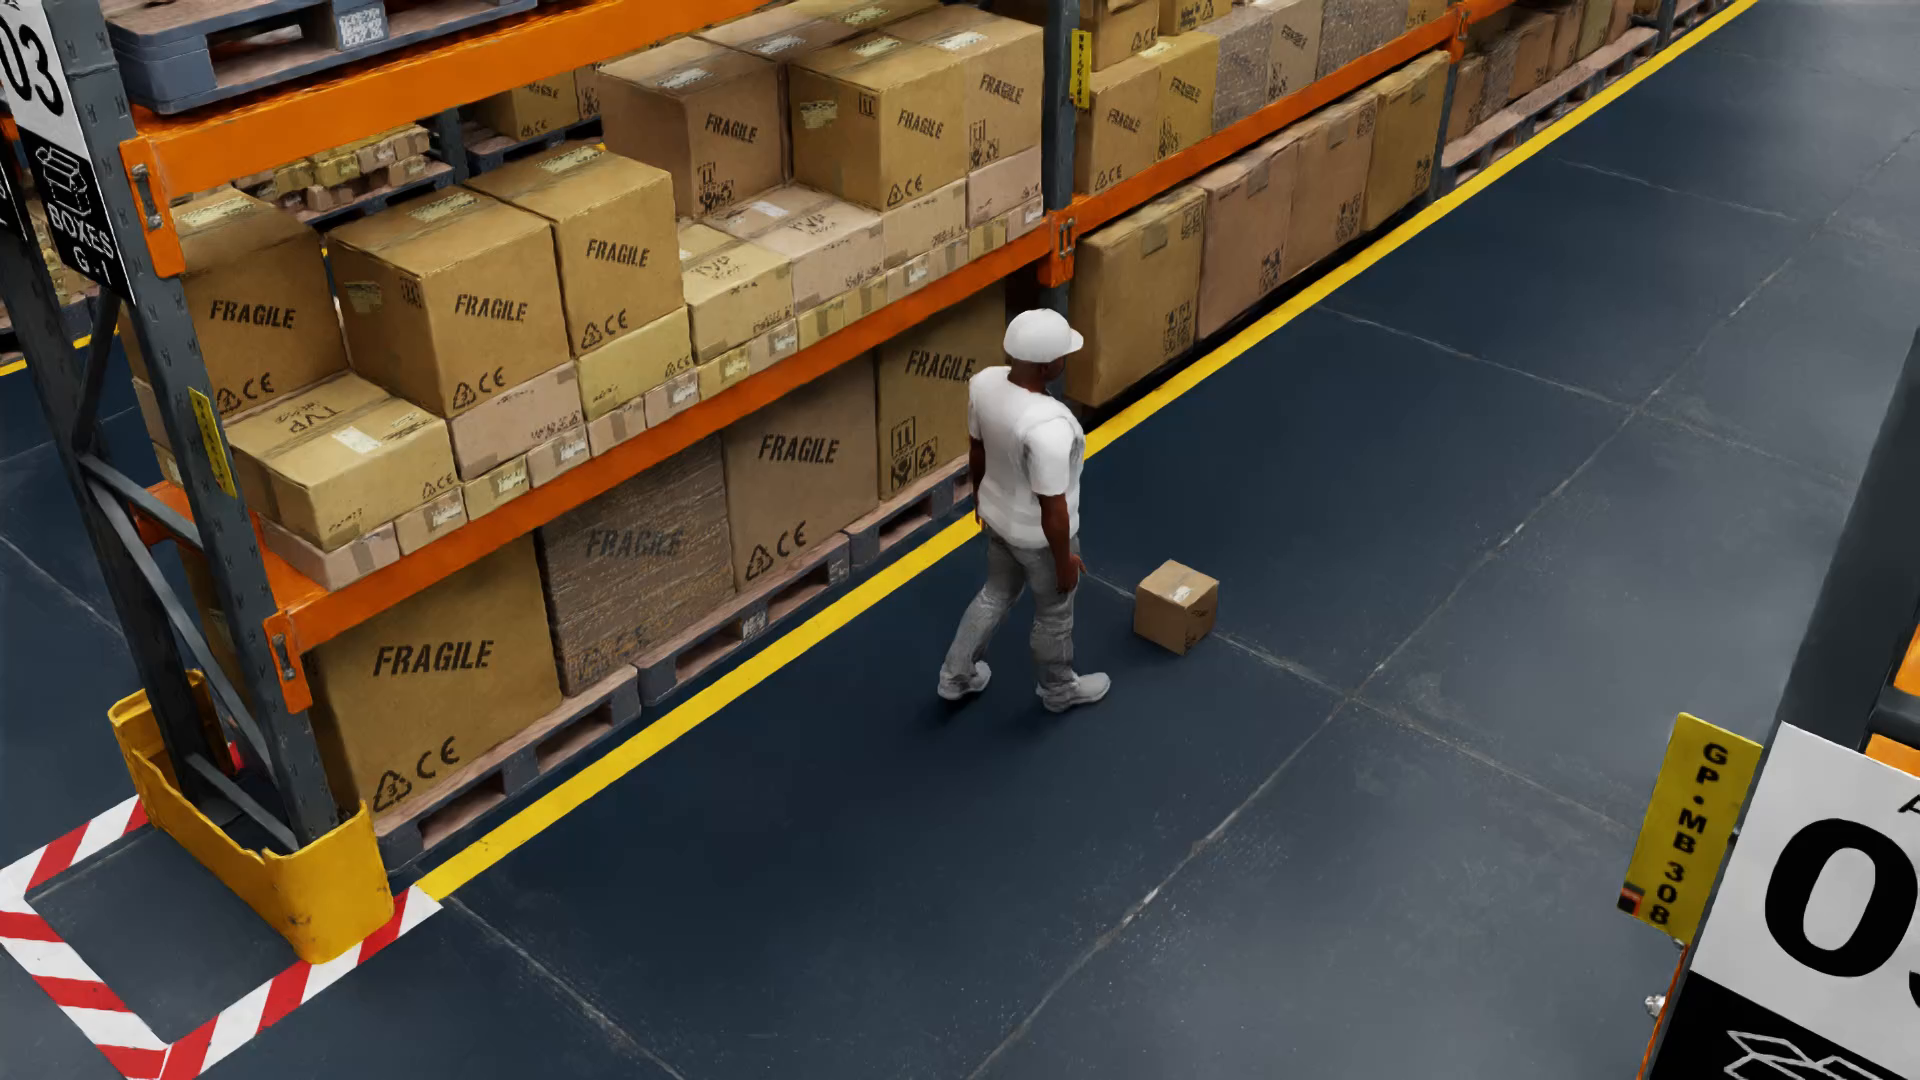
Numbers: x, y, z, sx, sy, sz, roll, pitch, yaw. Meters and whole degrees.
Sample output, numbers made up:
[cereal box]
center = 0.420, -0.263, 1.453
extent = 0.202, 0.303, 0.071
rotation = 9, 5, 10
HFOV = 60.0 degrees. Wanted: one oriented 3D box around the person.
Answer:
[person]
center = 0.270, -0.077, 6.218
extent = 0.687, 1.765, 0.594
rotation = -18, 39, -24
